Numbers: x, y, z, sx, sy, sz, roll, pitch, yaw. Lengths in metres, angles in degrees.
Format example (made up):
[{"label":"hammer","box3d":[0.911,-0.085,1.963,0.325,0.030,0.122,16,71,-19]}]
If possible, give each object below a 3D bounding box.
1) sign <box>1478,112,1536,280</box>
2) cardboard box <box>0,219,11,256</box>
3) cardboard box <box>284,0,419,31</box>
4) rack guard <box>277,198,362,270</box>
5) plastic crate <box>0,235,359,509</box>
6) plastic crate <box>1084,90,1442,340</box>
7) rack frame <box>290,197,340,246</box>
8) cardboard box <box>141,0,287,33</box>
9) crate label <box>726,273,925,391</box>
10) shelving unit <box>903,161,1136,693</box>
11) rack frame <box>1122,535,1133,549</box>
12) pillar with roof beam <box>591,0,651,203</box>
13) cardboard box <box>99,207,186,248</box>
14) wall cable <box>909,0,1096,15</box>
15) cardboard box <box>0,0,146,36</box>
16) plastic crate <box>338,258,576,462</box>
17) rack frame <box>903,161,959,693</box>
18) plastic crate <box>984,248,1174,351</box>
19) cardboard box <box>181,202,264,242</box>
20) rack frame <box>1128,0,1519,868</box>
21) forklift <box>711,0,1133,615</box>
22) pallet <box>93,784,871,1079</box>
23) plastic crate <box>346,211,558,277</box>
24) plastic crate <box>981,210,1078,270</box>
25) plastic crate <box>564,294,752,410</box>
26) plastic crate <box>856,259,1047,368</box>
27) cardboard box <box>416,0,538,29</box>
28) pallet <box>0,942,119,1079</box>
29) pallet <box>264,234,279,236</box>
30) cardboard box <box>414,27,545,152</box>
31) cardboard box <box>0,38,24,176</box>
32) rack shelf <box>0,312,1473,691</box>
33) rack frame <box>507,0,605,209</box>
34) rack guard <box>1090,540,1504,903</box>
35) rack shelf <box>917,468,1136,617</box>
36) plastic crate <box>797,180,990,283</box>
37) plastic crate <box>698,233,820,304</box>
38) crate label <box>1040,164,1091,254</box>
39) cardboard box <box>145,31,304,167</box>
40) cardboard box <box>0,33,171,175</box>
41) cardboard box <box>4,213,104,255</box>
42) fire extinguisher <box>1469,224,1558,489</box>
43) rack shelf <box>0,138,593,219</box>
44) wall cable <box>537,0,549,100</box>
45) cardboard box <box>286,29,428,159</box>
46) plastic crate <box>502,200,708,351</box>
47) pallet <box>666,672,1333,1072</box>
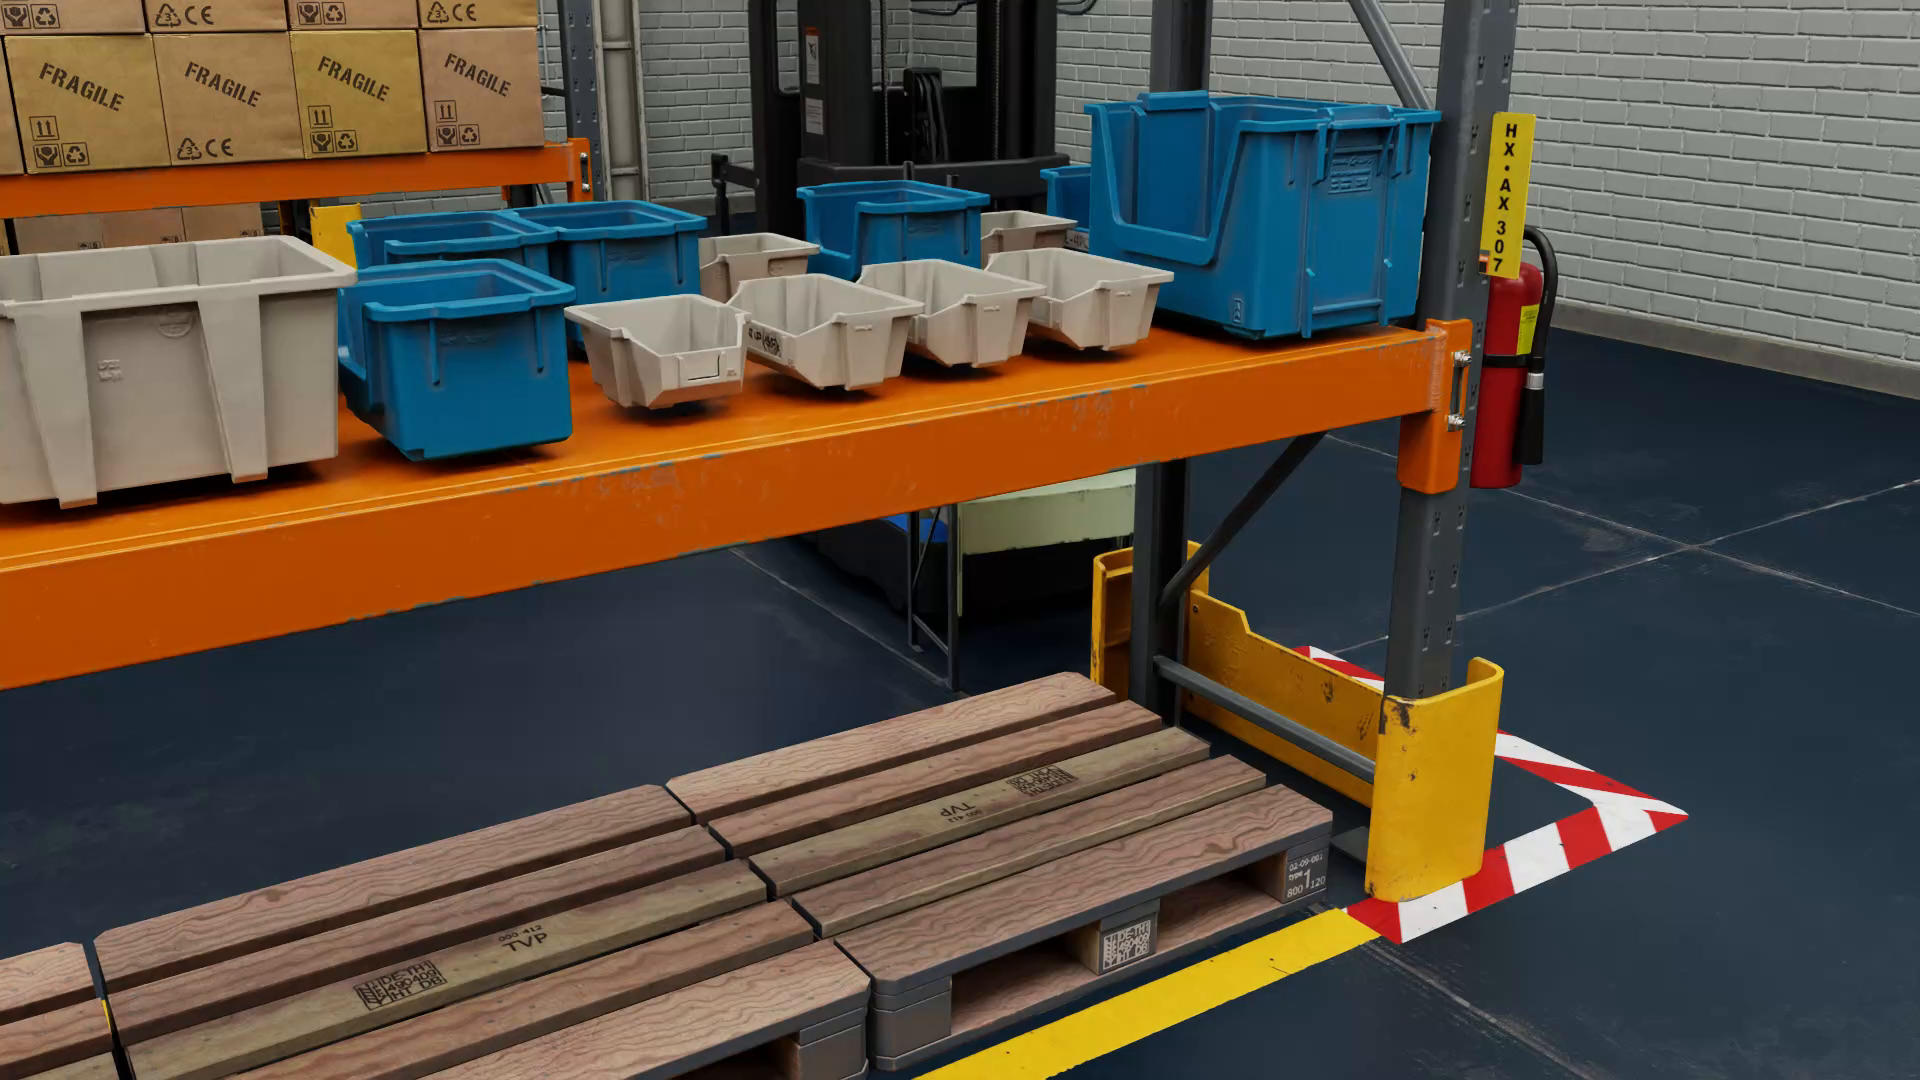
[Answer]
[{"label":"sign","box3d":[1.106,-0.697,3.367,0.005,0.325,0.100,-12,22,-31]},{"label":"cardboard box","box3d":[-6.467,-2.005,10.741,0.500,0.500,0.700,-11,22,-30]},{"label":"cardboard box","box3d":[-2.573,-2.369,6.851,0.500,0.500,0.500,-11,22,-30]},{"label":"rack guard","box3d":[-4.639,-2.234,12.071,0.348,0.500,1.175,-12,22,-31]},{"label":"plastic crate","box3d":[-1.174,-0.251,2.395,0.530,0.282,0.437,-12,22,-31]},{"label":"plastic crate","box3d":[0.613,-0.700,3.482,0.499,0.435,0.616,-12,22,-31]},{"label":"rack frame","box3d":[-4.659,-3.414,11.658,0.127,3.000,1.000,-12,22,-31]},{"label":"cardboard box","box3d":[-3.004,-2.277,6.578,0.500,0.500,0.500,-11,22,-30]},{"label":"crate label","box3d":[-0.261,-0.372,2.980,0.243,0.136,0.396,-12,22,-31]},{"label":"shelving unit","box3d":[0.259,-0.362,4.973,0.755,1.500,0.431,-7,20,-19]},{"label":"rack frame","box3d":[0.602,-0.403,5.095,0.023,1.500,0.400,-7,20,-19]},{"label":"pillar with roof beam","box3d":[-0.512,-5.811,9.383,0.400,9.000,9.100,-12,22,-31]},{"label":"cardboard box","box3d":[-5.606,-2.190,11.287,0.500,0.500,0.700,-12,22,-32]},{"label":"wall cable","box3d":[0.261,-5.685,13.859,0.112,2.526,3.097,-12,22,-31]},{"label":"cardboard box","box3d":[-3.433,-2.186,6.310,0.500,0.500,0.500,-11,22,-30]},{"label":"plastic crate","box3d":[-0.784,-0.282,2.564,0.300,0.233,0.416,-12,22,-31]},{"label":"rack frame","box3d":[-0.083,-0.321,4.851,0.023,1.500,0.400,-7,20,-19]},{"label":"plastic crate","box3d":[0.208,-0.475,3.284,0.243,0.136,0.396,-12,22,-31]},{"label":"cardboard box","box3d":[-5.188,-2.278,11.548,0.500,0.500,0.700,-12,22,-31]},{"label":"rack frame","box3d":[0.790,-0.764,3.820,0.127,3.000,1.000,-12,22,-31]},{"label":"forklift","box3d":[-0.358,-1.575,6.326,1.130,2.935,3.031,-10,21,-27]},{"label":"pallet","box3d":[-0.938,0.906,3.236,1.213,0.211,1.003,-12,22,-31]},{"label":"plastic crate","box3d":[-0.948,-0.473,3.127,0.300,0.233,0.416,-12,22,-31]},{"label":"plastic crate","box3d":[0.089,-0.677,3.883,0.298,0.136,0.250,-12,22,-31]},{"label":"plastic crate","box3d":[-0.498,-0.315,2.812,0.250,0.136,0.298,-12,22,-31]},{"label":"plastic crate","box3d":[-0.042,-0.428,3.145,0.243,0.136,0.396,-12,22,-31]},{"label":"cardboard box","box3d":[-2.152,-2.458,7.115,0.500,0.500,0.500,-12,22,-32]},{"label":"pallet","box3d":[-1.958,1.122,2.596,1.213,0.211,1.003,-12,22,-31]},{"label":"pallet","box3d":[-5.284,-1.931,11.626,1.213,0.211,1.003,-12,22,-31]},{"label":"cardboard box","box3d":[-2.156,-1.985,7.276,0.500,0.500,0.500,-11,22,-30]},{"label":"cardboard box","box3d":[-3.851,-1.627,6.219,0.500,0.500,0.500,-12,22,-32]},{"label":"rack shelf","box3d":[-0.880,-0.071,2.893,4.000,0.370,1.077,-12,22,-31]},{"label":"rack frame","box3d":[-1.931,-2.089,7.741,0.127,3.000,1.000,-12,22,-31]},{"label":"rack guard","box3d":[0.803,0.413,4.243,0.348,0.500,1.175,-12,22,-31]},{"label":"rack shelf","box3d":[0.259,-0.053,5.078,0.720,0.370,0.431,-7,20,-19]},{"label":"plastic crate","box3d":[-0.147,-0.641,3.626,0.300,0.233,0.416,-12,22,-31]},{"label":"plastic crate","box3d":[-0.477,-0.558,3.529,0.298,0.136,0.250,-12,22,-31]},{"label":"crate label","box3d":[0.403,-0.757,3.969,0.303,0.233,0.416,-12,22,-31]},{"label":"cardboard box","box3d":[-3.007,-1.806,6.748,0.500,0.500,0.500,-12,22,-31]},{"label":"cardboard box","box3d":[-3.428,-1.717,6.485,0.500,0.500,0.500,-12,22,-32]},{"label":"cardboard box","box3d":[-6.026,-2.101,11.024,0.500,0.500,0.700,-13,22,-33]},{"label":"fire extinguisher","box3d":[1.166,-0.455,3.611,0.183,0.674,0.296,-12,22,-31]},{"label":"rack shelf","box3d":[-3.602,-1.396,6.814,4.000,0.370,1.077,-12,22,-31]},{"label":"wall cable","box3d":[-4.110,-4.373,12.911,1.851,1.984,0.084,-12,22,-31]},{"label":"cardboard box","box3d":[-2.587,-1.893,7.003,0.500,0.500,0.500,-12,22,-31]},{"label":"plastic crate","box3d":[-0.697,-0.525,3.283,0.300,0.233,0.416,-12,22,-31]},{"label":"pallet","box3d":[0.080,0.692,3.868,1.213,0.211,1.003,-12,22,-31]}]
